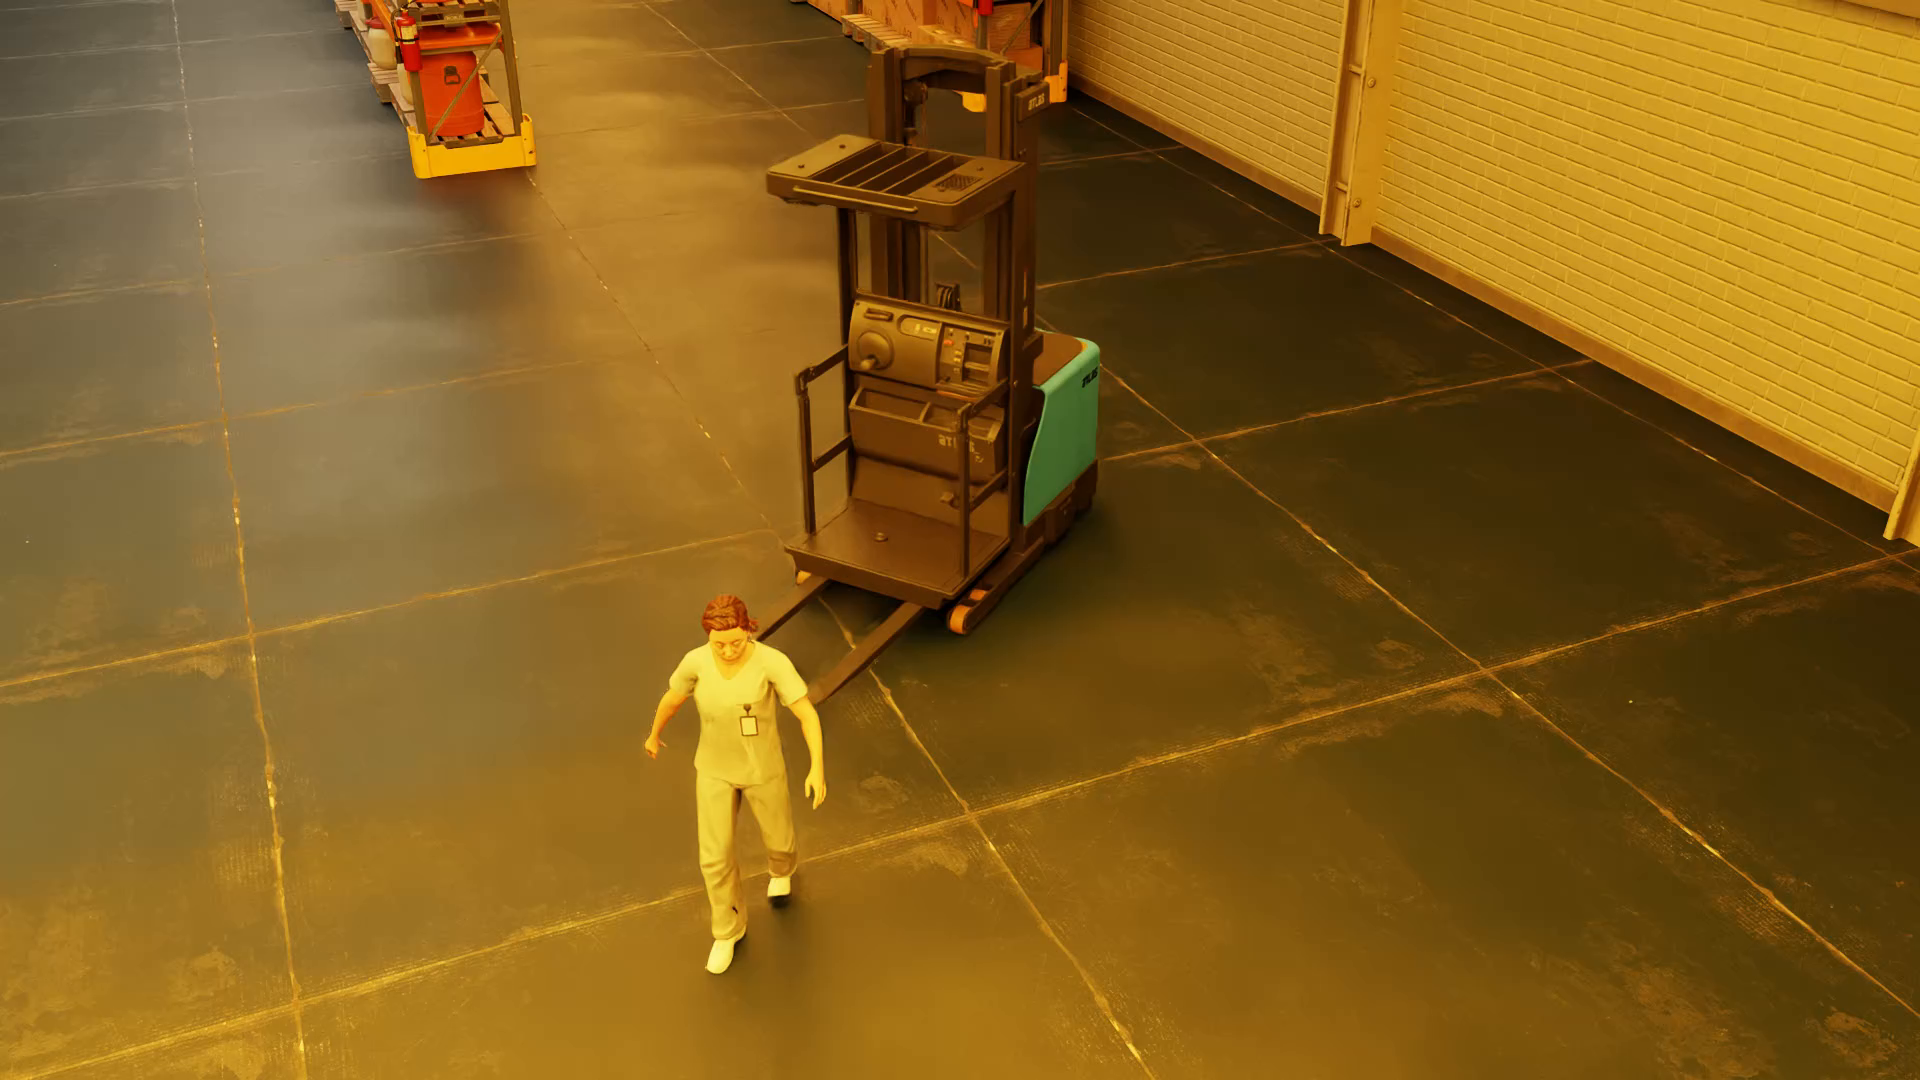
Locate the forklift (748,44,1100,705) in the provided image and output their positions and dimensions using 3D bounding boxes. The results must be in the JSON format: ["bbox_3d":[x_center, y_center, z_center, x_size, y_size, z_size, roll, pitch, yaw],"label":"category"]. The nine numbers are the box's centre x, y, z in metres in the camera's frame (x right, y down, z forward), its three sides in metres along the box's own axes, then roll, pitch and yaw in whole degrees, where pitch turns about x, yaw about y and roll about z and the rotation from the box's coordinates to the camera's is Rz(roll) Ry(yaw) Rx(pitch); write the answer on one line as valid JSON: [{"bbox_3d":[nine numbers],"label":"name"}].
[{"bbox_3d":[-0.288,-1.005,8.878,1.130,2.935,3.031,15,33,24],"label":"forklift"}]

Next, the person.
[{"bbox_3d":[-0.910,0.936,6.779,0.823,1.659,0.720,2,30,3],"label":"person"}]
